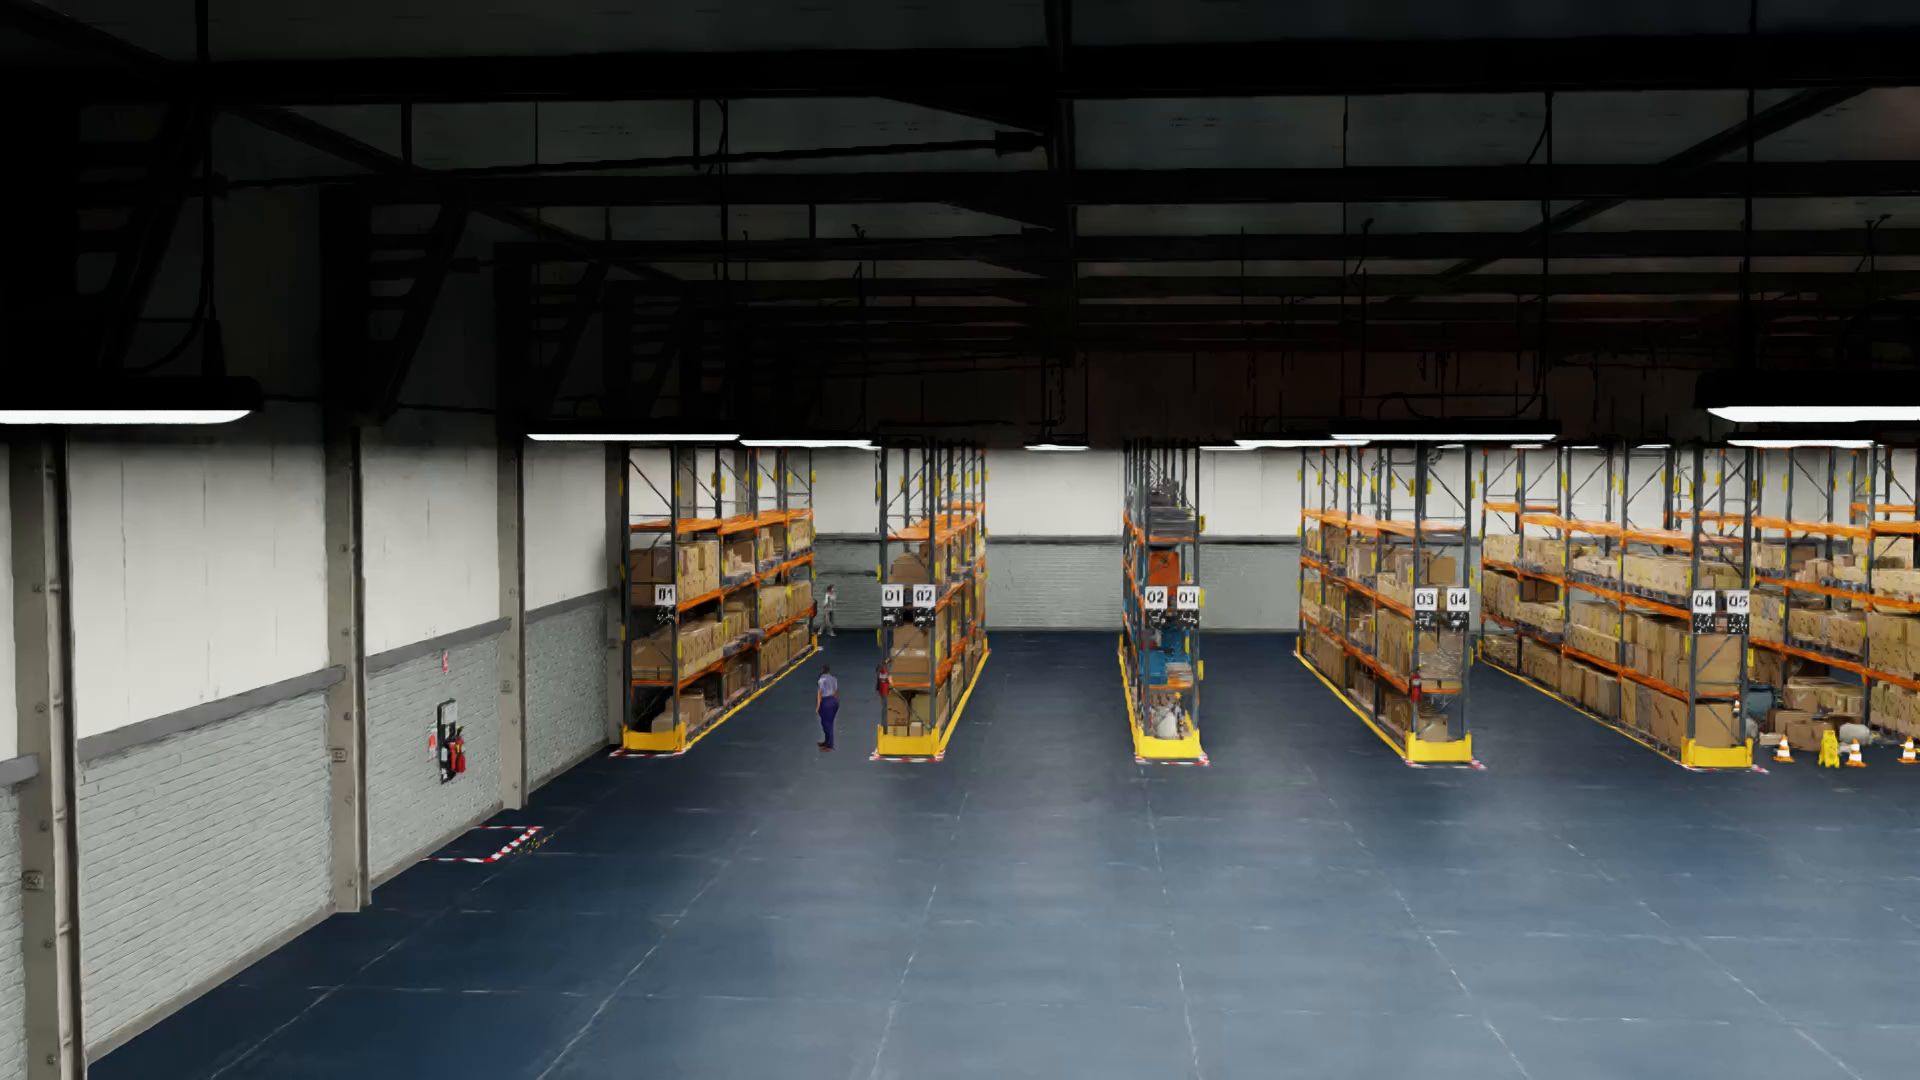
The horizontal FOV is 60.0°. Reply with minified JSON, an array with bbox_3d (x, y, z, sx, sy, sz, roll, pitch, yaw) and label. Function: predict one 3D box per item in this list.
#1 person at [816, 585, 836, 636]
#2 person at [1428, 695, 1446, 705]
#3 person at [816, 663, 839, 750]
[{"bbox_3d":[-4.145,2.178,51.565,0.597,1.591,0.454,-3,4,-42],"label":"person"},{"bbox_3d":[10.805,2.917,37.379,0.639,1.628,0.512,0,3,2],"label":"person"},{"bbox_3d":[-2.581,3.186,31.940,0.549,1.630,0.599,2,4,31],"label":"person"}]
